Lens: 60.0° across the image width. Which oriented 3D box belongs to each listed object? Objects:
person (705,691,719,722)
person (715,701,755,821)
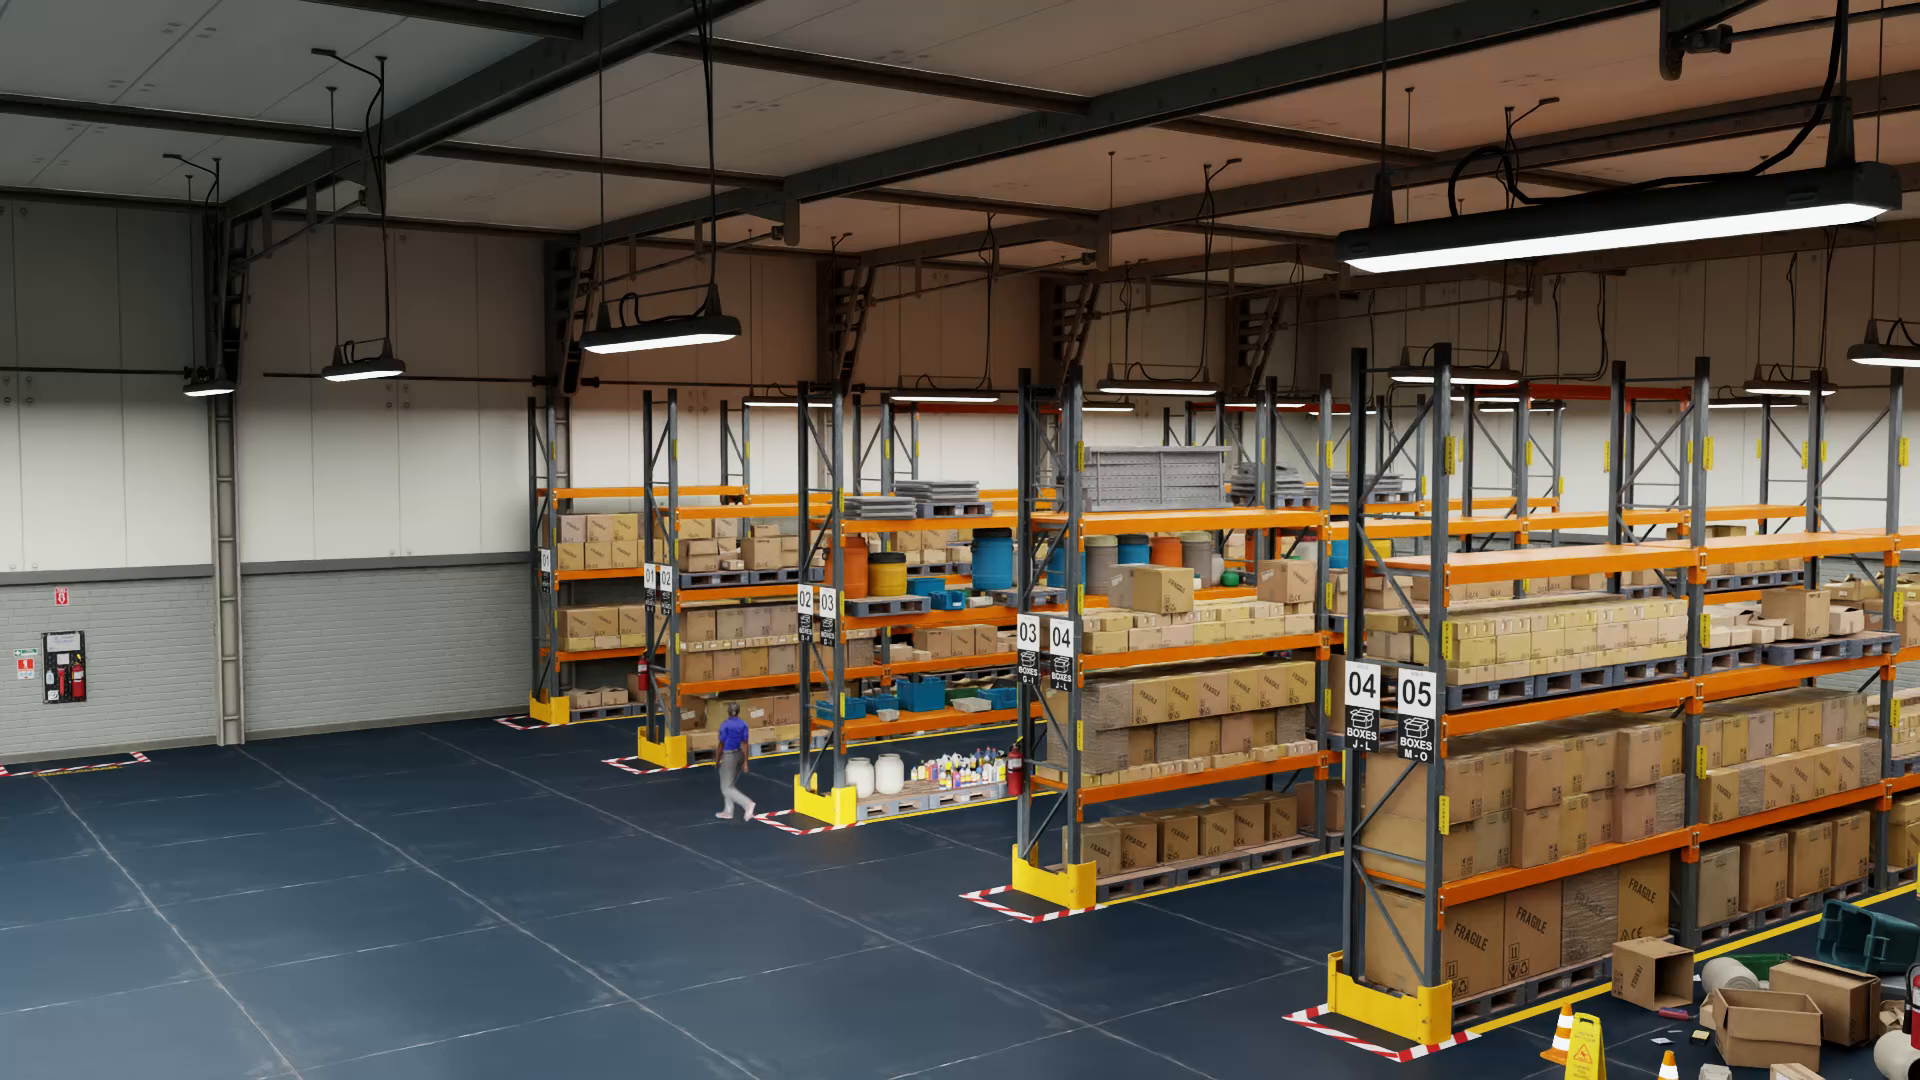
[{"bbox_3d":[-4.400,2.582,29.249,0.496,1.681,0.467,0,3,-3],"label":"person"},{"bbox_3d":[-3.062,3.006,22.571,0.774,1.641,0.409,2,4,25],"label":"person"}]
